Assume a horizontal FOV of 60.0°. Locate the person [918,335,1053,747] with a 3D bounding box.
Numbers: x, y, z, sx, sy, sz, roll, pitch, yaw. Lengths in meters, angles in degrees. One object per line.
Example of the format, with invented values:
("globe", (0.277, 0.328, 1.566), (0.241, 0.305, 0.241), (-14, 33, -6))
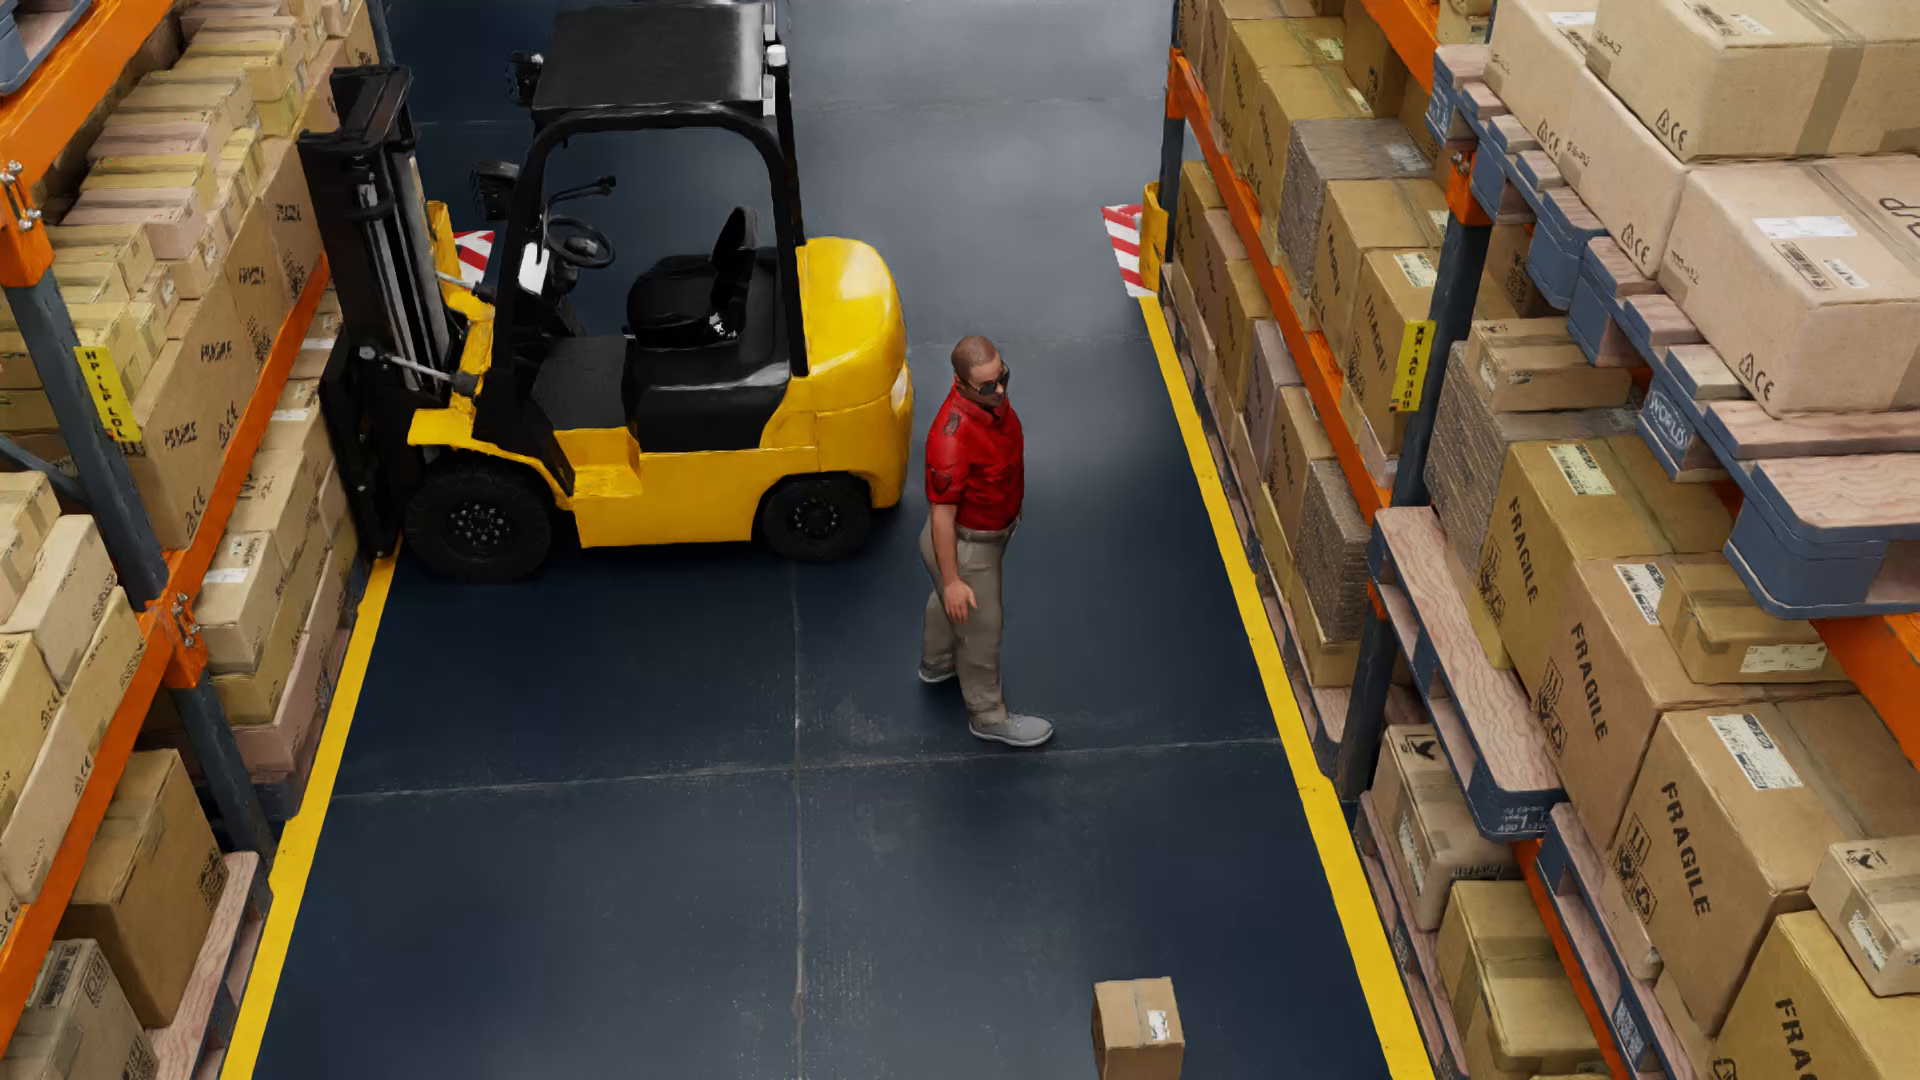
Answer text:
("person", (0.094, 0.009, 6.120), (0.594, 1.723, 0.659), (7, 39, 9))
